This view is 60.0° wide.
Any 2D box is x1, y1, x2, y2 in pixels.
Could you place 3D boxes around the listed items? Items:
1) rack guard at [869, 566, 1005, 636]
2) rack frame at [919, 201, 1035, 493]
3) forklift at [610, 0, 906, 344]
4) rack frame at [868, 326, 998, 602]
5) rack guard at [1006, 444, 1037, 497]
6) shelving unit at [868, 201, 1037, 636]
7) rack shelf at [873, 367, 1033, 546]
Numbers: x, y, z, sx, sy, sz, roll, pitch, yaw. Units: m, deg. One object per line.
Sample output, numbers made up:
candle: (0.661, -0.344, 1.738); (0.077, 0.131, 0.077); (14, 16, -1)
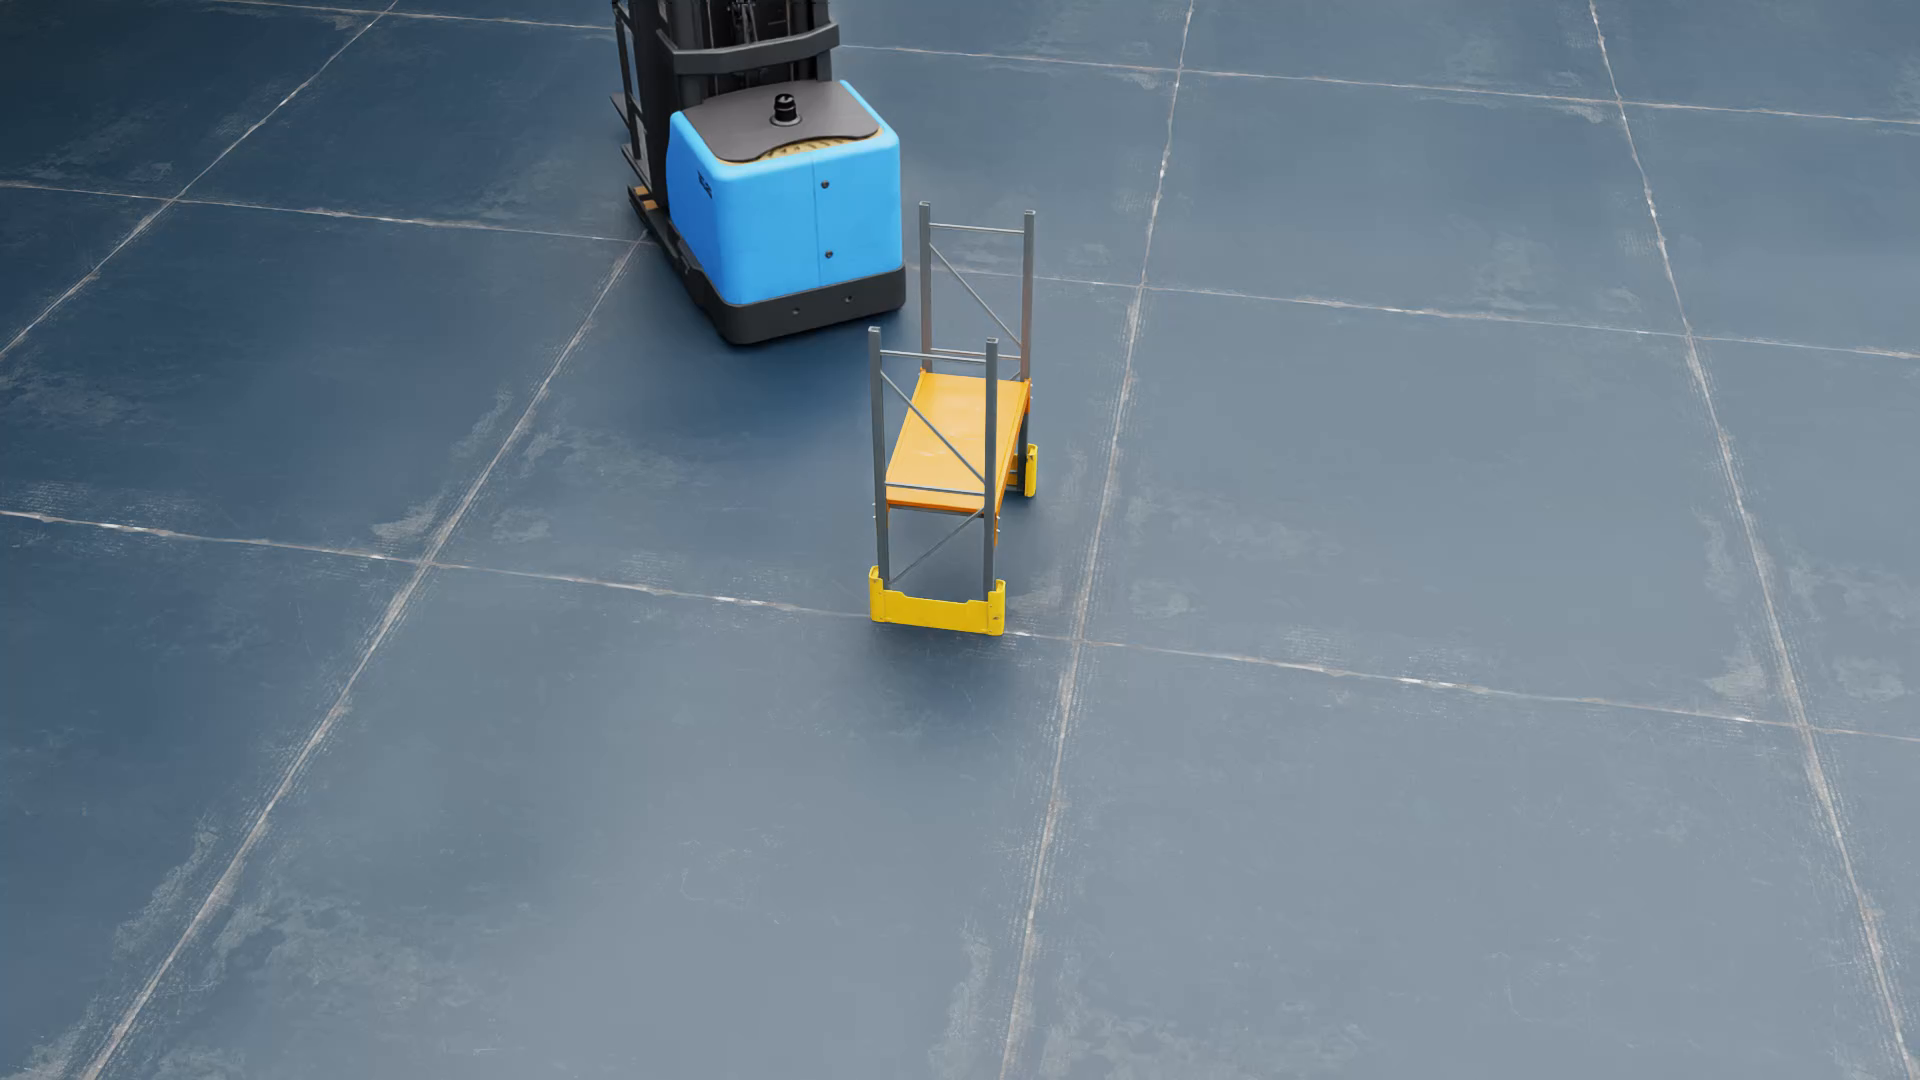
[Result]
rack guard: (-0.099, 0.264, 7.234); (0.587, 0.250, 0.087); (6, 40, 8)
rack frame: (0.073, -0.844, 7.593); (0.500, 1.500, 0.032); (6, 40, 8)
forklift: (-1.370, -3.116, 9.219); (1.130, 2.935, 3.031); (-16, 42, -19)
rack frame: (-0.103, -0.205, 6.821); (0.500, 1.500, 0.032); (6, 40, 8)
rack guard: (0.073, -0.361, 7.991); (0.587, 0.250, 0.087); (6, 40, 8)
shelving unit: (-0.013, -0.530, 7.214); (0.587, 1.500, 1.083); (6, 40, 8)
rack shelf: (-0.015, -0.386, 7.322); (0.538, 0.185, 1.000); (6, 40, 8)
